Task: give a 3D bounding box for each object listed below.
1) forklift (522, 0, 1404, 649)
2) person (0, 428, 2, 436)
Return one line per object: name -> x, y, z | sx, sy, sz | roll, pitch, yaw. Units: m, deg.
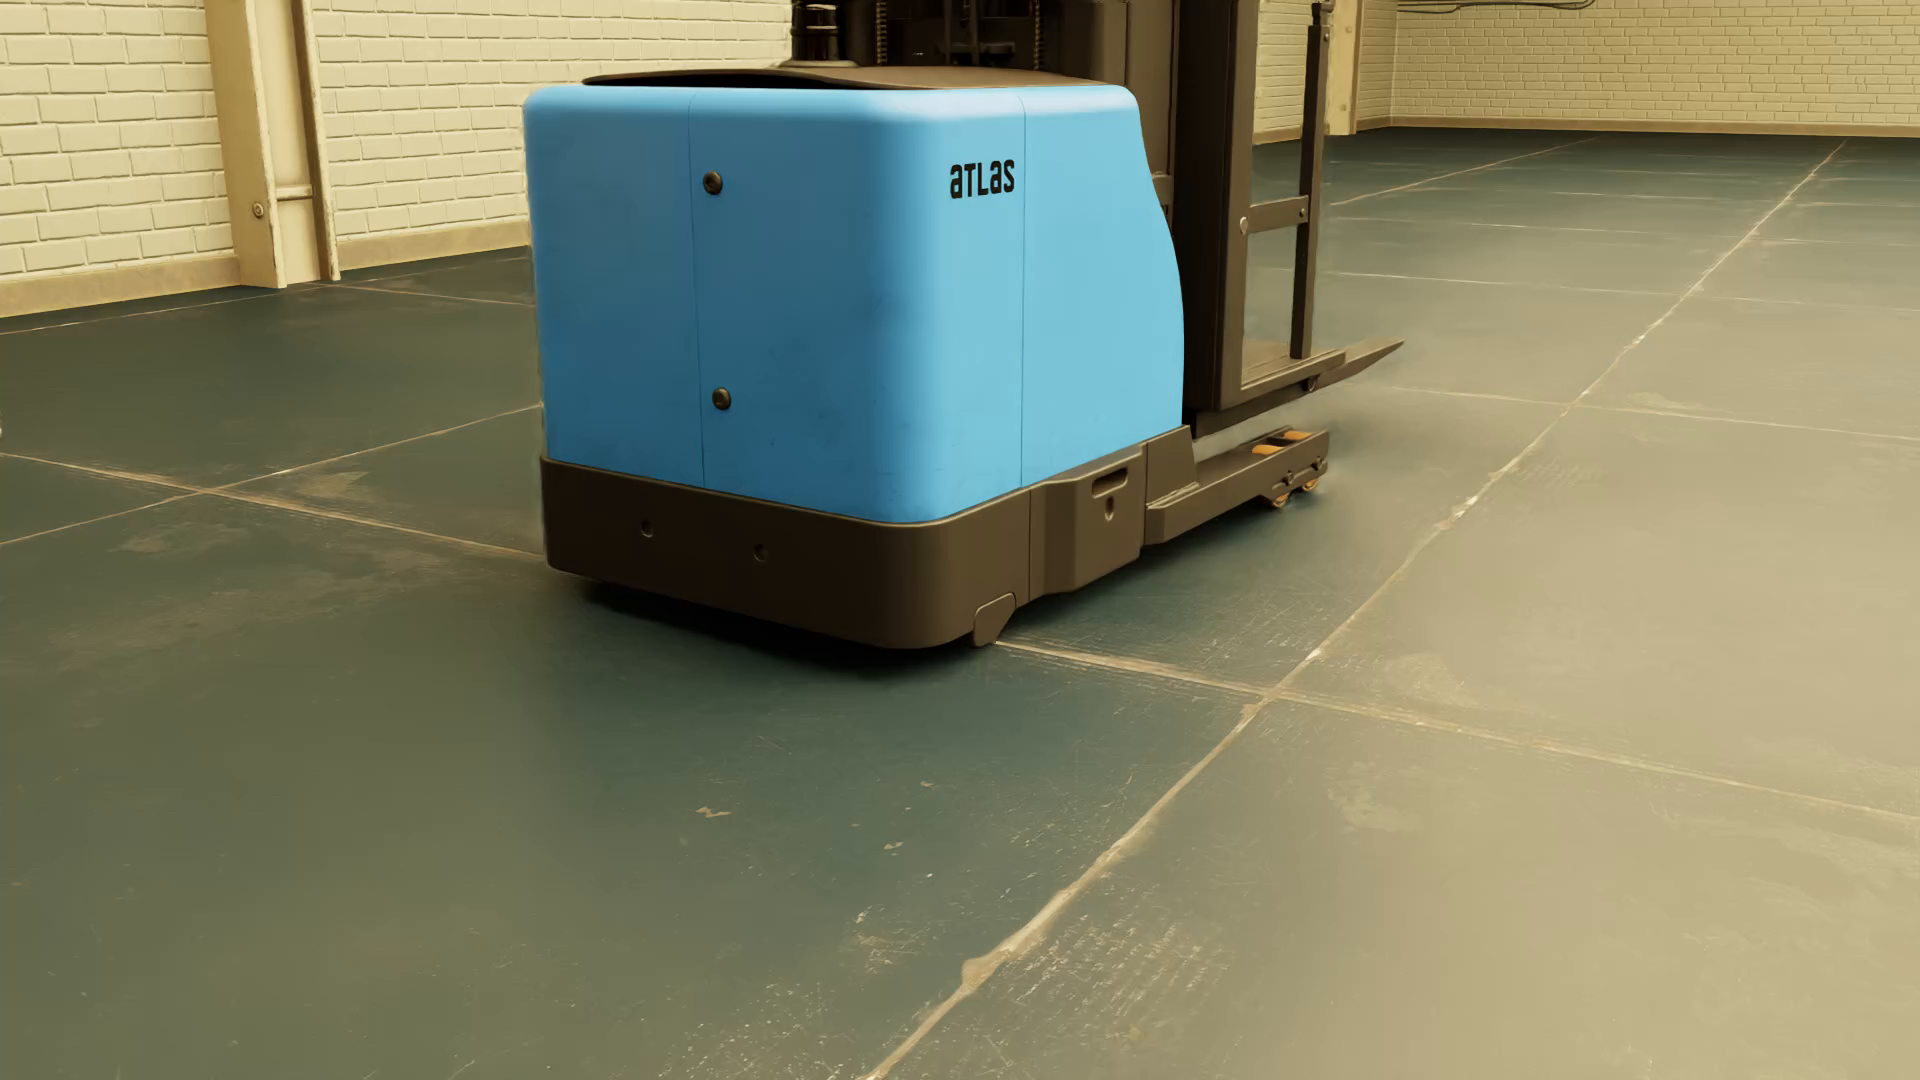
forklift -> 0.342, -1.558, 4.142 | 1.130, 2.935, 3.031 | 11, 20, 33
person -> -3.161, -1.119, 4.678 | 0.544, 1.790, 0.371 | 2, 17, 6
